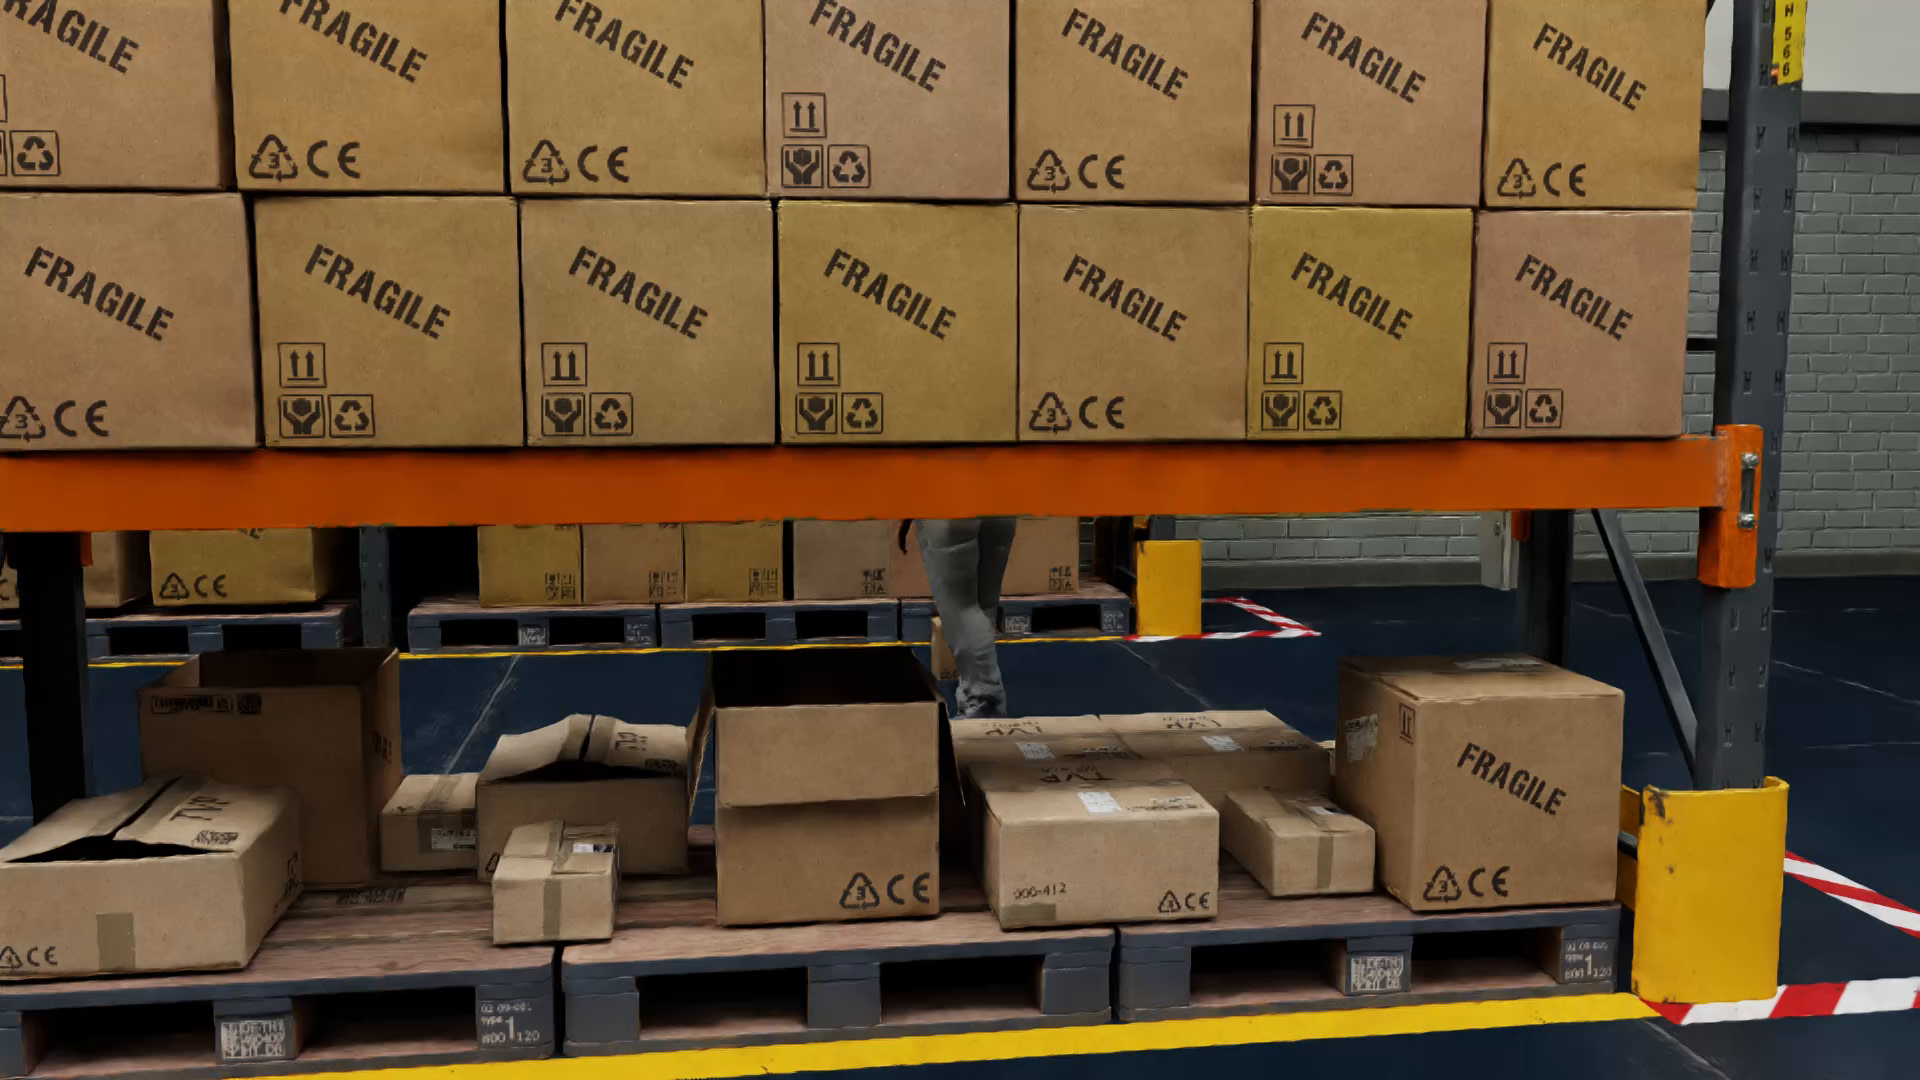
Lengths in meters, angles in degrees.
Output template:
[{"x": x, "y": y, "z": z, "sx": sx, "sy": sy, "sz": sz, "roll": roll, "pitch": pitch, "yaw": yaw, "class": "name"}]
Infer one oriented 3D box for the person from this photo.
[{"x": 0.010, "y": -0.074, "z": 6.457, "sx": 0.481, "sy": 1.671, "sz": 0.500, "roll": -4, "pitch": 8, "yaw": -33, "class": "person"}]
